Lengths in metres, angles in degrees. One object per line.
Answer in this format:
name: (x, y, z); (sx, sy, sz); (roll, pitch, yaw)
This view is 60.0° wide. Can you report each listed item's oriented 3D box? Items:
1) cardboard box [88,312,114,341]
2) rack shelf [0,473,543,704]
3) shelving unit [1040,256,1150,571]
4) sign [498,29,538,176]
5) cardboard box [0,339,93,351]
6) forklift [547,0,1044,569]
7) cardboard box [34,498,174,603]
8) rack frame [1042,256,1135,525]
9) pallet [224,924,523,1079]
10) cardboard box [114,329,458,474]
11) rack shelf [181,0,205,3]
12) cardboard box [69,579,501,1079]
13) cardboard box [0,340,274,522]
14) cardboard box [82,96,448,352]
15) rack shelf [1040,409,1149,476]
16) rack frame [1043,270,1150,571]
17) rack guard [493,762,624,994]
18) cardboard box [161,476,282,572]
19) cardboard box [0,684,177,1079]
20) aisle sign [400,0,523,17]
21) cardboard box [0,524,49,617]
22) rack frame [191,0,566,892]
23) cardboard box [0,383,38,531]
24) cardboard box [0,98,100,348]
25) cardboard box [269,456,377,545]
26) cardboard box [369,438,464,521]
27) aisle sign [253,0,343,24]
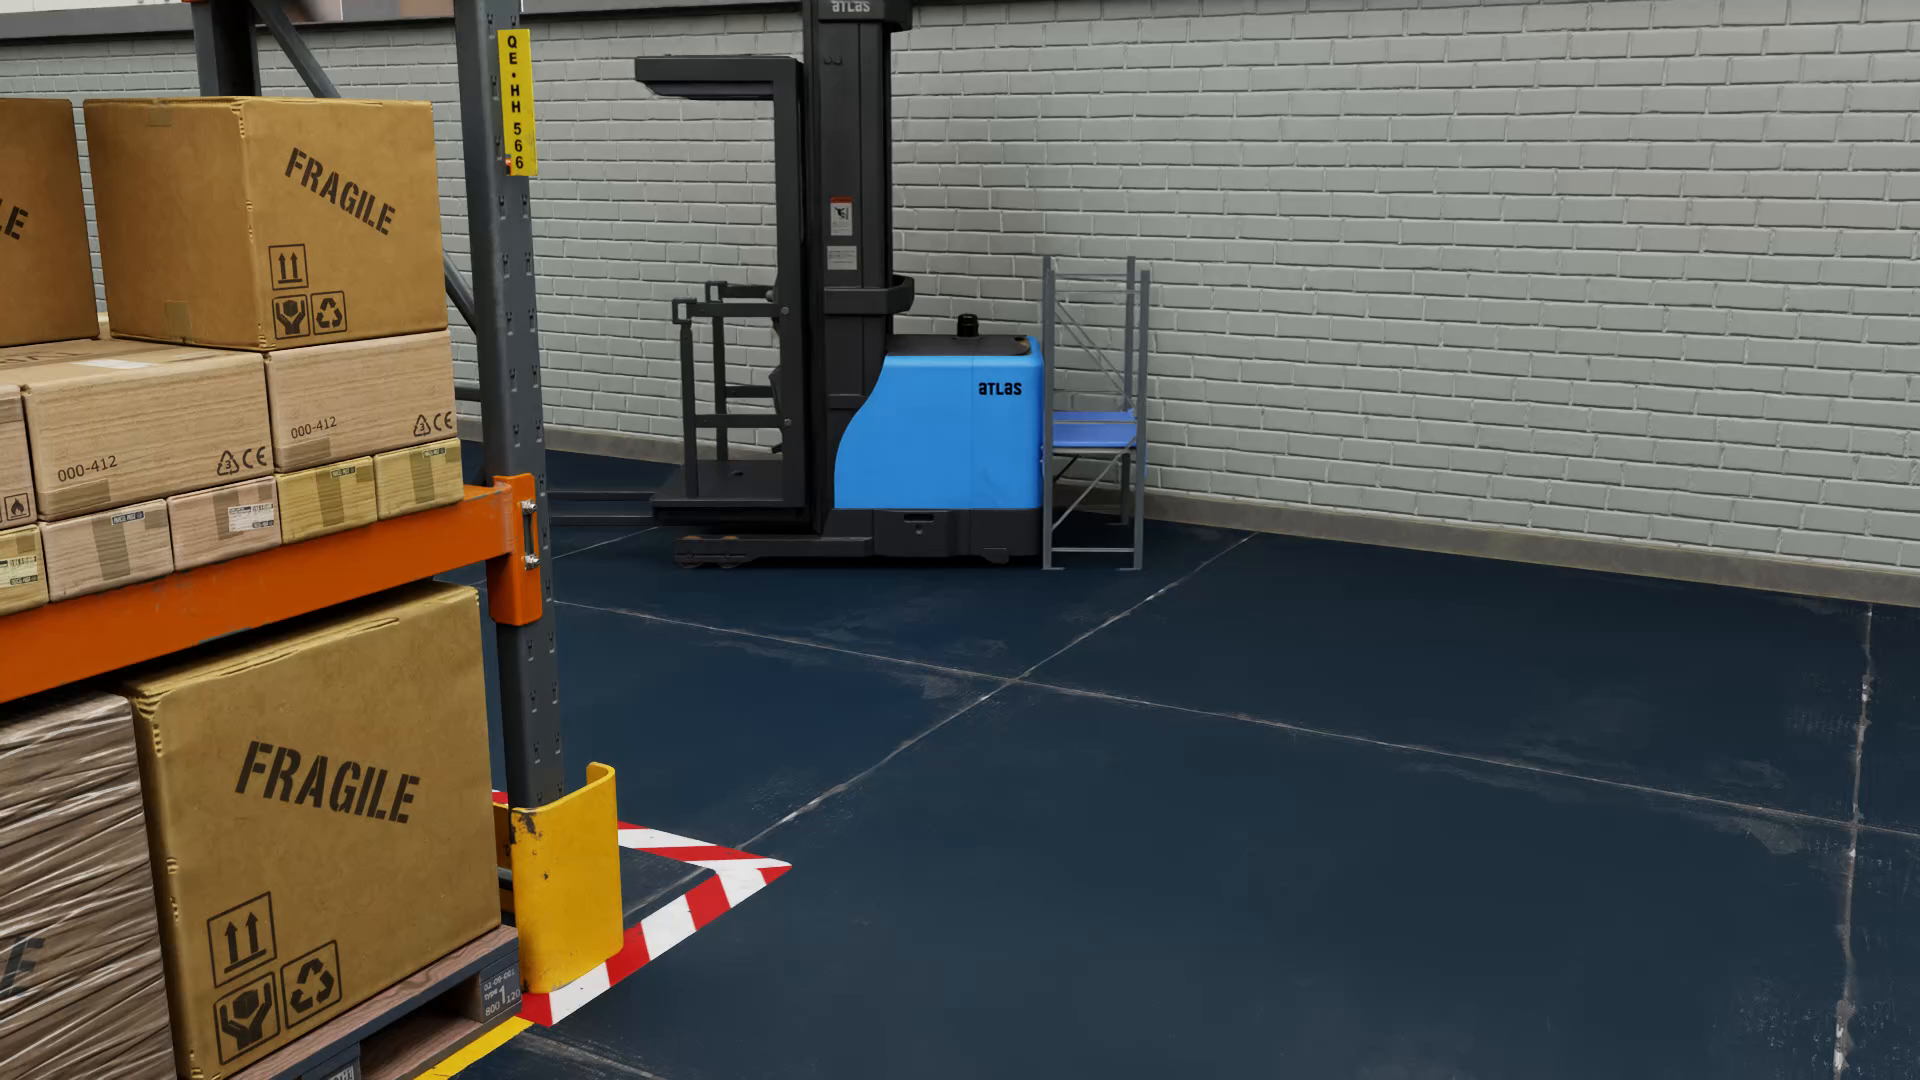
cardboard box: (-1.958, -0.397, 3.963); (0.500, 0.250, 0.500); (7, 15, 27)
rack shelf: (-2.457, 0.367, 2.645); (1.077, 0.370, 4.000); (7, 15, 28)
shelving unit: (0.685, -0.698, 8.727); (0.538, 1.500, 1.048); (0, 14, 2)
sign: (-1.022, -1.006, 3.832); (0.100, 0.325, 0.005); (7, 15, 28)
cardboard box: (-2.204, -0.289, 3.518); (0.500, 0.250, 0.500); (7, 15, 27)
forklift: (-1.076, -1.403, 8.599); (3.031, 2.935, 1.130); (0, 14, 1)
cardboard box: (-1.742, -0.004, 3.186); (0.380, 0.149, 0.250); (8, 16, 29)
rack frame: (0.702, -0.817, 9.221); (0.500, 1.500, 0.032); (0, 14, 2)
pallet: (-1.808, 1.136, 3.872); (1.003, 0.211, 1.213); (7, 15, 28)
cardboard box: (-1.492, -0.335, 3.708); (0.500, 0.250, 0.500); (7, 15, 27)
rack shelf: (-2.457, -1.091, 2.293); (1.077, 0.370, 4.000); (7, 15, 28)
cardboard box: (-1.729, 0.576, 3.880); (0.875, 0.875, 0.875); (7, 15, 28)
cardboard box: (-1.738, -0.231, 3.277); (0.500, 0.250, 0.500); (7, 15, 27)
cardboard box: (-1.495, -0.699, 3.619); (0.500, 0.500, 0.500); (8, 16, 29)
rack shelf: (0.685, -0.523, 8.769); (0.538, 0.185, 1.000); (0, 14, 2)
rack frame: (0.669, -0.579, 8.233); (0.500, 1.500, 0.032); (0, 14, 2)
rack guard: (-1.478, 0.818, 4.576); (1.175, 0.500, 0.348); (7, 15, 28)
cardboard box: (-1.621, -0.055, 3.398); (0.380, 0.149, 0.250); (7, 15, 28)
cardboard box: (-2.169, 0.763, 3.105); (0.875, 0.875, 0.875); (7, 15, 28)
aisle sign: (-1.192, -1.637, 3.878); (0.394, 0.787, 0.004); (7, 15, 28)
cardboard box: (-1.866, 0.049, 2.964); (0.380, 0.149, 0.250); (7, 15, 27)
rack frame: (-1.490, -0.393, 4.262); (1.000, 3.000, 0.127); (7, 15, 28)
cardboard box: (-1.983, -0.126, 2.843); (0.500, 0.250, 0.500); (7, 15, 26)
cardboard box: (-2.200, -0.658, 3.450); (0.500, 0.500, 0.500); (7, 15, 27)
cardboard box: (-1.498, -0.107, 3.612); (0.380, 0.149, 0.250); (8, 15, 29)
cardboard box: (-1.374, -0.160, 3.834); (0.380, 0.149, 0.250); (8, 16, 29)
aisle sign: (-1.718, -1.705, 4.160); (0.394, 0.787, 0.004); (7, 15, 28)
